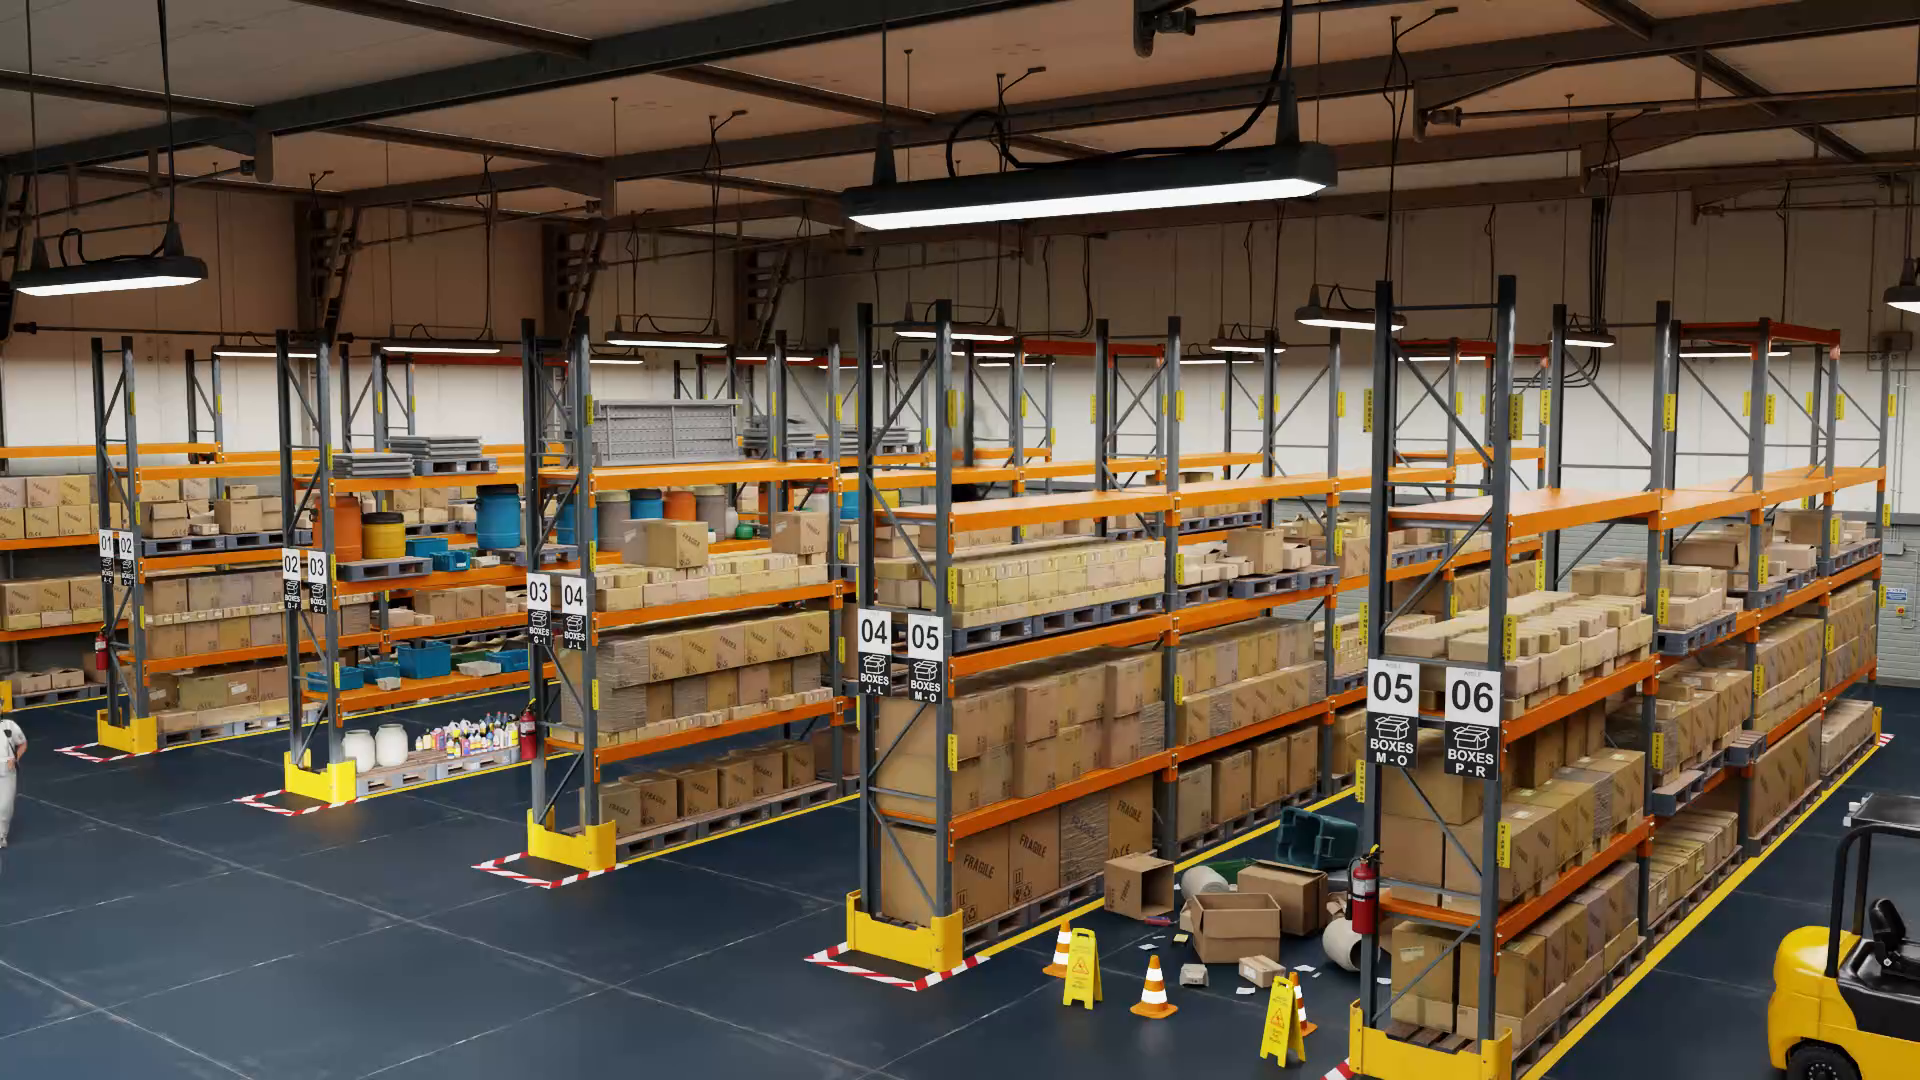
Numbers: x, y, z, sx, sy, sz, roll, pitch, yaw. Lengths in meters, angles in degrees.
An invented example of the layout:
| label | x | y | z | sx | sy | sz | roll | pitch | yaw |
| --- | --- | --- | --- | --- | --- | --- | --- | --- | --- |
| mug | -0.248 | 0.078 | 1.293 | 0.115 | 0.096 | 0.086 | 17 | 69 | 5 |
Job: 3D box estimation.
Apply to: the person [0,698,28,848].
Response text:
| label | x | y | z | sx | sy | sz | roll | pitch | yaw |
| --- | --- | --- | --- | --- | --- | --- | --- | --- | --- |
| person | -11.033 | 2.646 | 19.032 | 0.663 | 1.734 | 0.600 | -3 | 6 | -32 |
